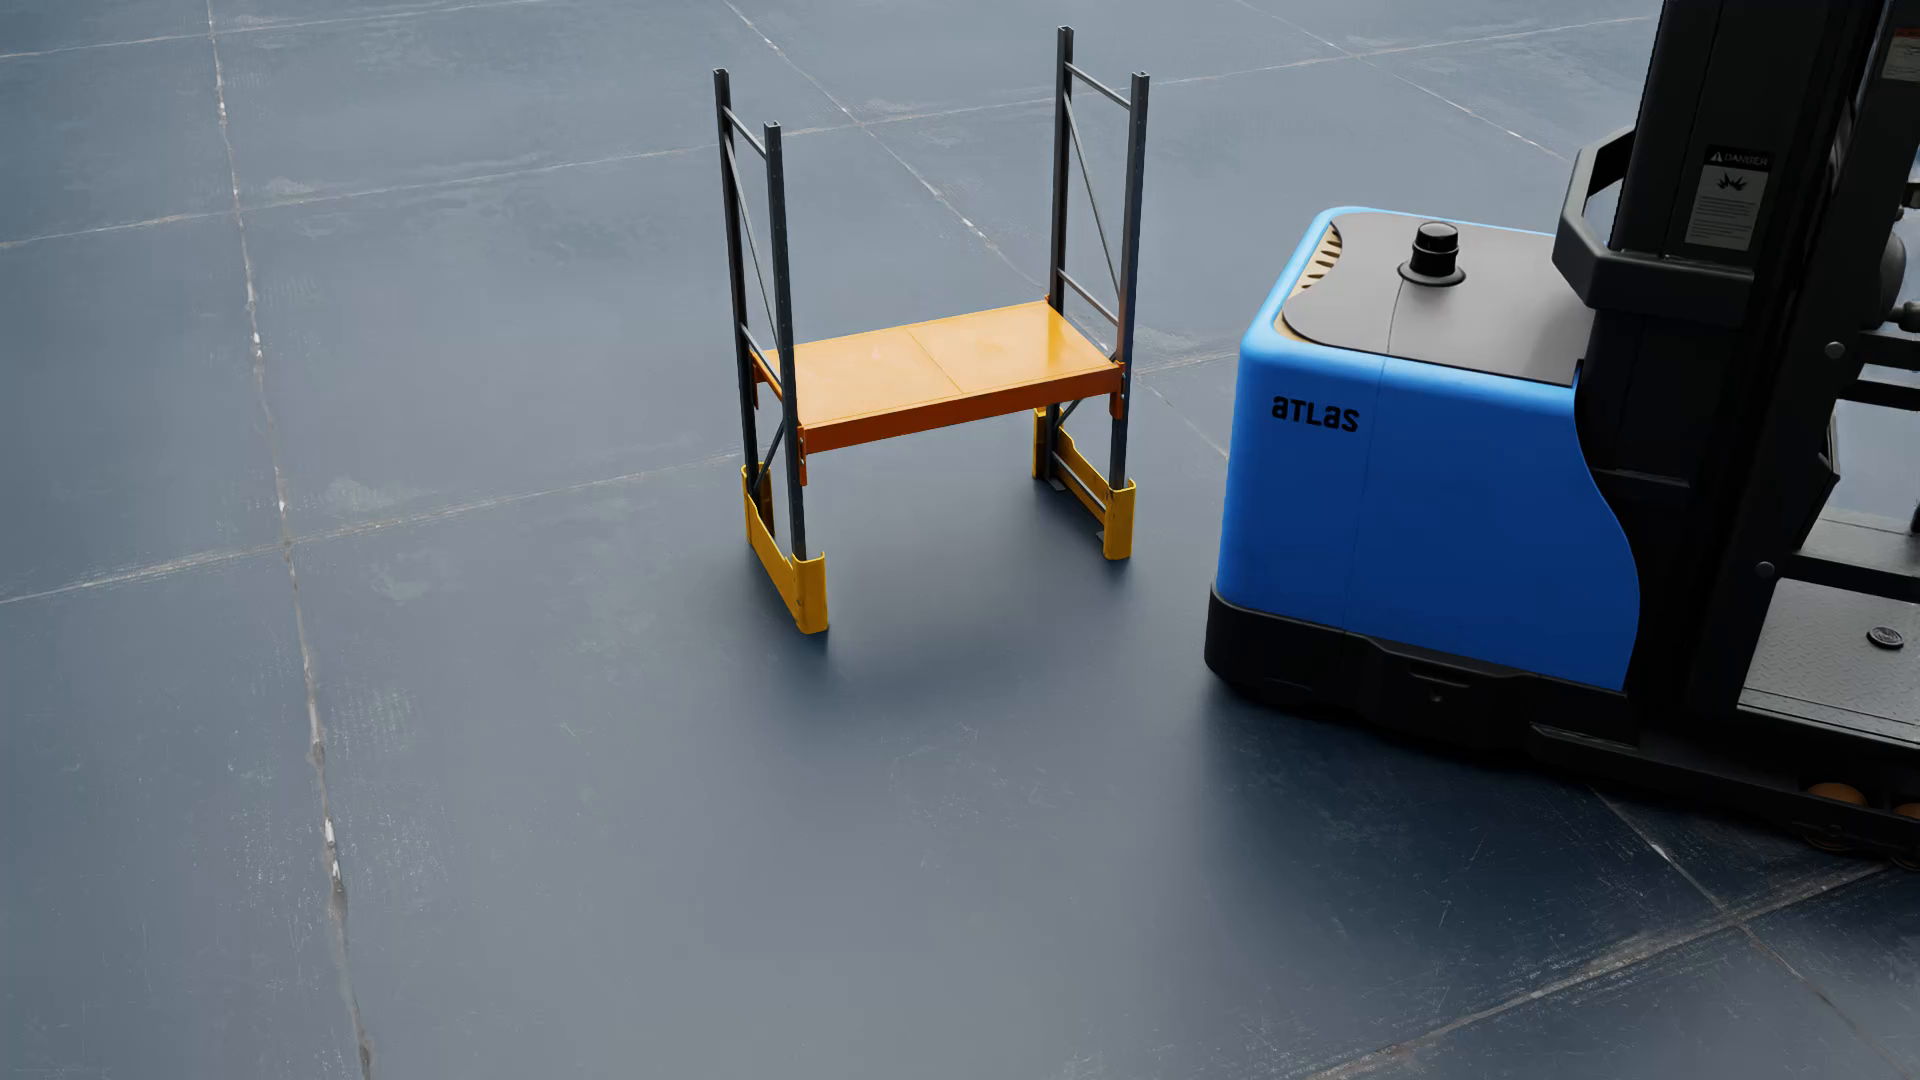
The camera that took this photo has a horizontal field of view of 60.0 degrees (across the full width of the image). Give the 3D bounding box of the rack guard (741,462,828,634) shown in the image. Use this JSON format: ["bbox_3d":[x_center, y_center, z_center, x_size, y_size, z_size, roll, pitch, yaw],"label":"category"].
[{"bbox_3d":[-0.529,0.016,4.996,0.087,0.250,0.587,-13,35,-19],"label":"rack guard"}]

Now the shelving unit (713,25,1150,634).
[{"bbox_3d":[-0.070,-0.613,4.816,1.083,1.500,0.587,-13,35,-19],"label":"shelving unit"}]

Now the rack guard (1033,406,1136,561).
[{"bbox_3d":[0.389,-0.194,5.319,0.087,0.250,0.587,-13,35,-19],"label":"rack guard"}]

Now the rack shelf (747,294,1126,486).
[{"bbox_3d":[-0.079,-0.460,4.911,1.000,0.185,0.538,-13,35,-19],"label":"rack shelf"}]

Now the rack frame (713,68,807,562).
[{"bbox_3d":[-0.547,-0.503,4.648,0.032,1.500,0.500,-13,35,-19],"label":"rack frame"}]

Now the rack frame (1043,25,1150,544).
[{"bbox_3d":[0.390,-0.718,4.978,0.032,1.500,0.500,-13,35,-19],"label":"rack frame"}]

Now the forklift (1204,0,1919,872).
[{"bbox_3d":[2.245,-0.757,3.726,3.031,2.935,1.130,13,35,18],"label":"forklift"}]
